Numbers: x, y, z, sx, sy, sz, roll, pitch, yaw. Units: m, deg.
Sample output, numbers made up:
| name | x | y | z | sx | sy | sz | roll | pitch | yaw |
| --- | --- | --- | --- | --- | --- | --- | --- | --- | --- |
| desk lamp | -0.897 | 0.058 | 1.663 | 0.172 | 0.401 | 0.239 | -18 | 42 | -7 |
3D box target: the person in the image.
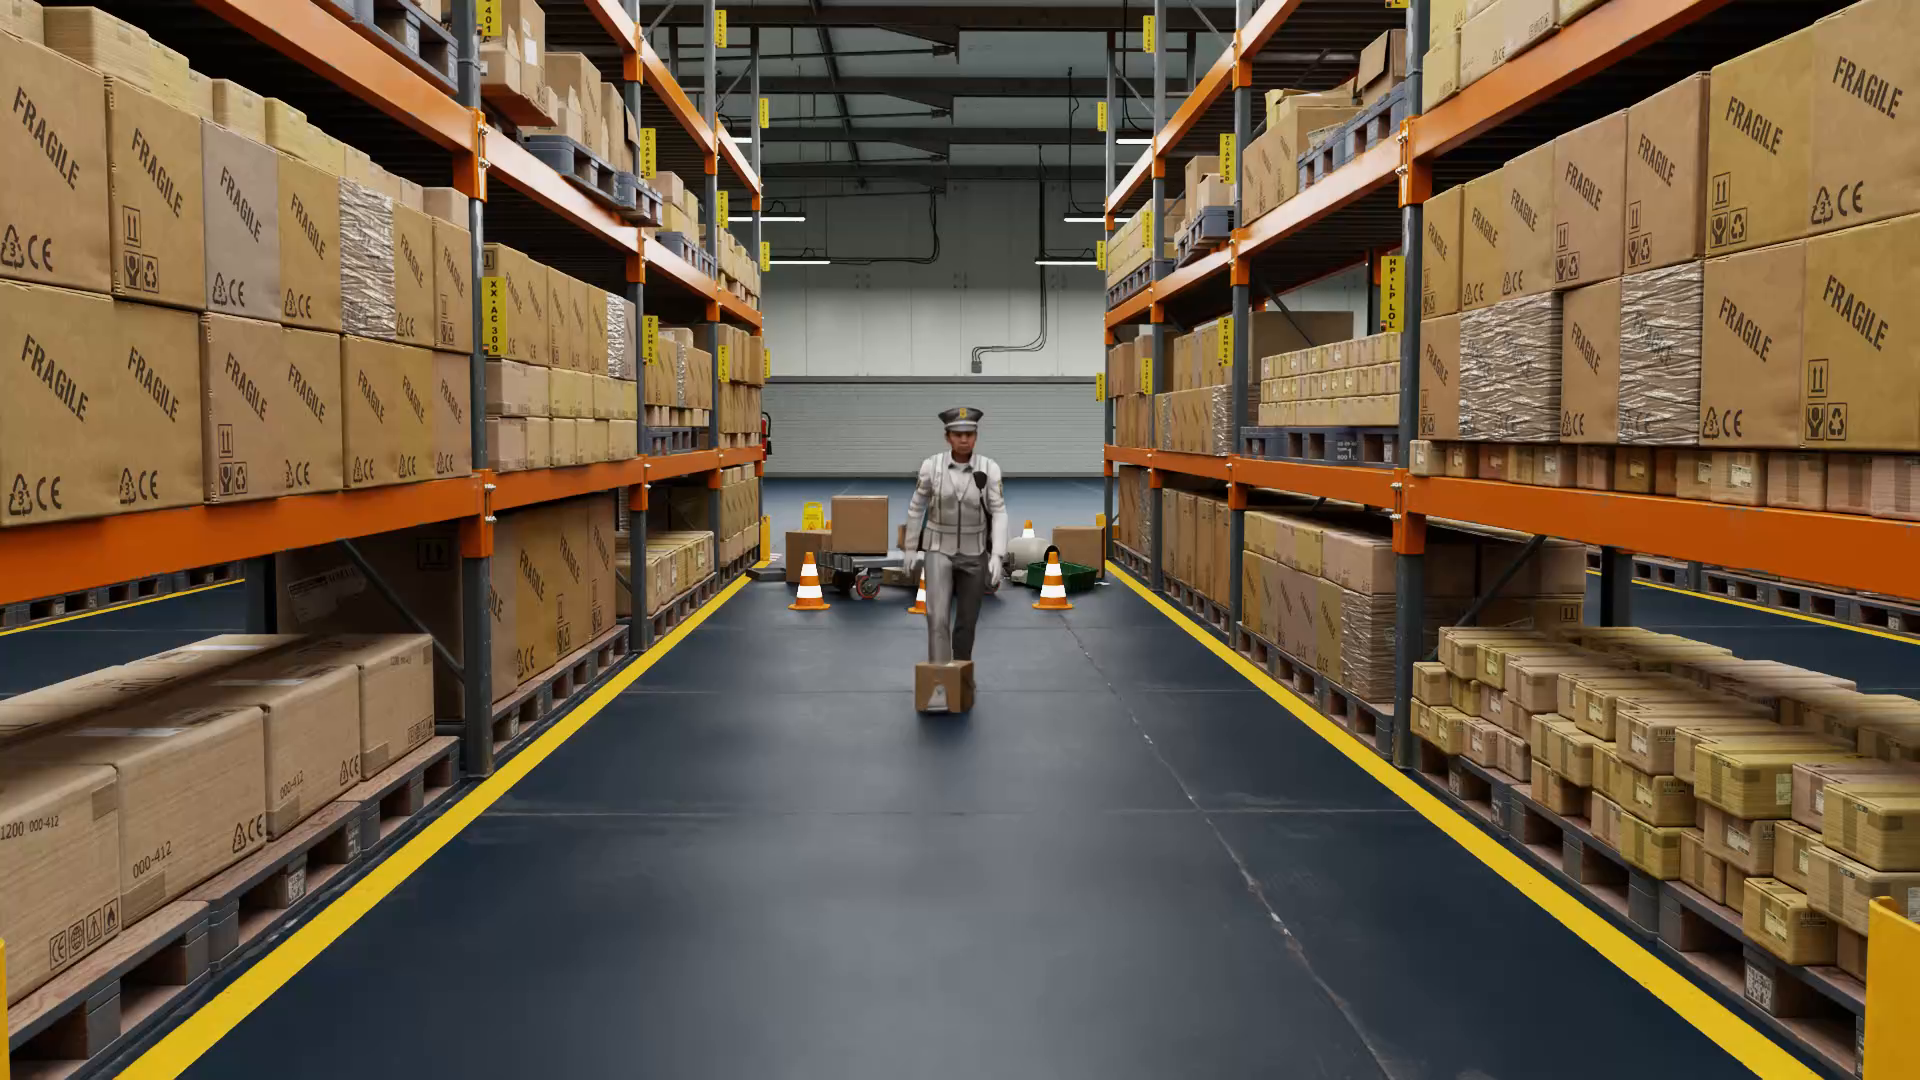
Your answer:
| name | x | y | z | sx | sy | sz | roll | pitch | yaw |
| --- | --- | --- | --- | --- | --- | --- | --- | --- | --- |
| person | -0.014 | 0.074 | 9.042 | 0.557 | 1.593 | 1.019 | -1 | 4 | -8 |
